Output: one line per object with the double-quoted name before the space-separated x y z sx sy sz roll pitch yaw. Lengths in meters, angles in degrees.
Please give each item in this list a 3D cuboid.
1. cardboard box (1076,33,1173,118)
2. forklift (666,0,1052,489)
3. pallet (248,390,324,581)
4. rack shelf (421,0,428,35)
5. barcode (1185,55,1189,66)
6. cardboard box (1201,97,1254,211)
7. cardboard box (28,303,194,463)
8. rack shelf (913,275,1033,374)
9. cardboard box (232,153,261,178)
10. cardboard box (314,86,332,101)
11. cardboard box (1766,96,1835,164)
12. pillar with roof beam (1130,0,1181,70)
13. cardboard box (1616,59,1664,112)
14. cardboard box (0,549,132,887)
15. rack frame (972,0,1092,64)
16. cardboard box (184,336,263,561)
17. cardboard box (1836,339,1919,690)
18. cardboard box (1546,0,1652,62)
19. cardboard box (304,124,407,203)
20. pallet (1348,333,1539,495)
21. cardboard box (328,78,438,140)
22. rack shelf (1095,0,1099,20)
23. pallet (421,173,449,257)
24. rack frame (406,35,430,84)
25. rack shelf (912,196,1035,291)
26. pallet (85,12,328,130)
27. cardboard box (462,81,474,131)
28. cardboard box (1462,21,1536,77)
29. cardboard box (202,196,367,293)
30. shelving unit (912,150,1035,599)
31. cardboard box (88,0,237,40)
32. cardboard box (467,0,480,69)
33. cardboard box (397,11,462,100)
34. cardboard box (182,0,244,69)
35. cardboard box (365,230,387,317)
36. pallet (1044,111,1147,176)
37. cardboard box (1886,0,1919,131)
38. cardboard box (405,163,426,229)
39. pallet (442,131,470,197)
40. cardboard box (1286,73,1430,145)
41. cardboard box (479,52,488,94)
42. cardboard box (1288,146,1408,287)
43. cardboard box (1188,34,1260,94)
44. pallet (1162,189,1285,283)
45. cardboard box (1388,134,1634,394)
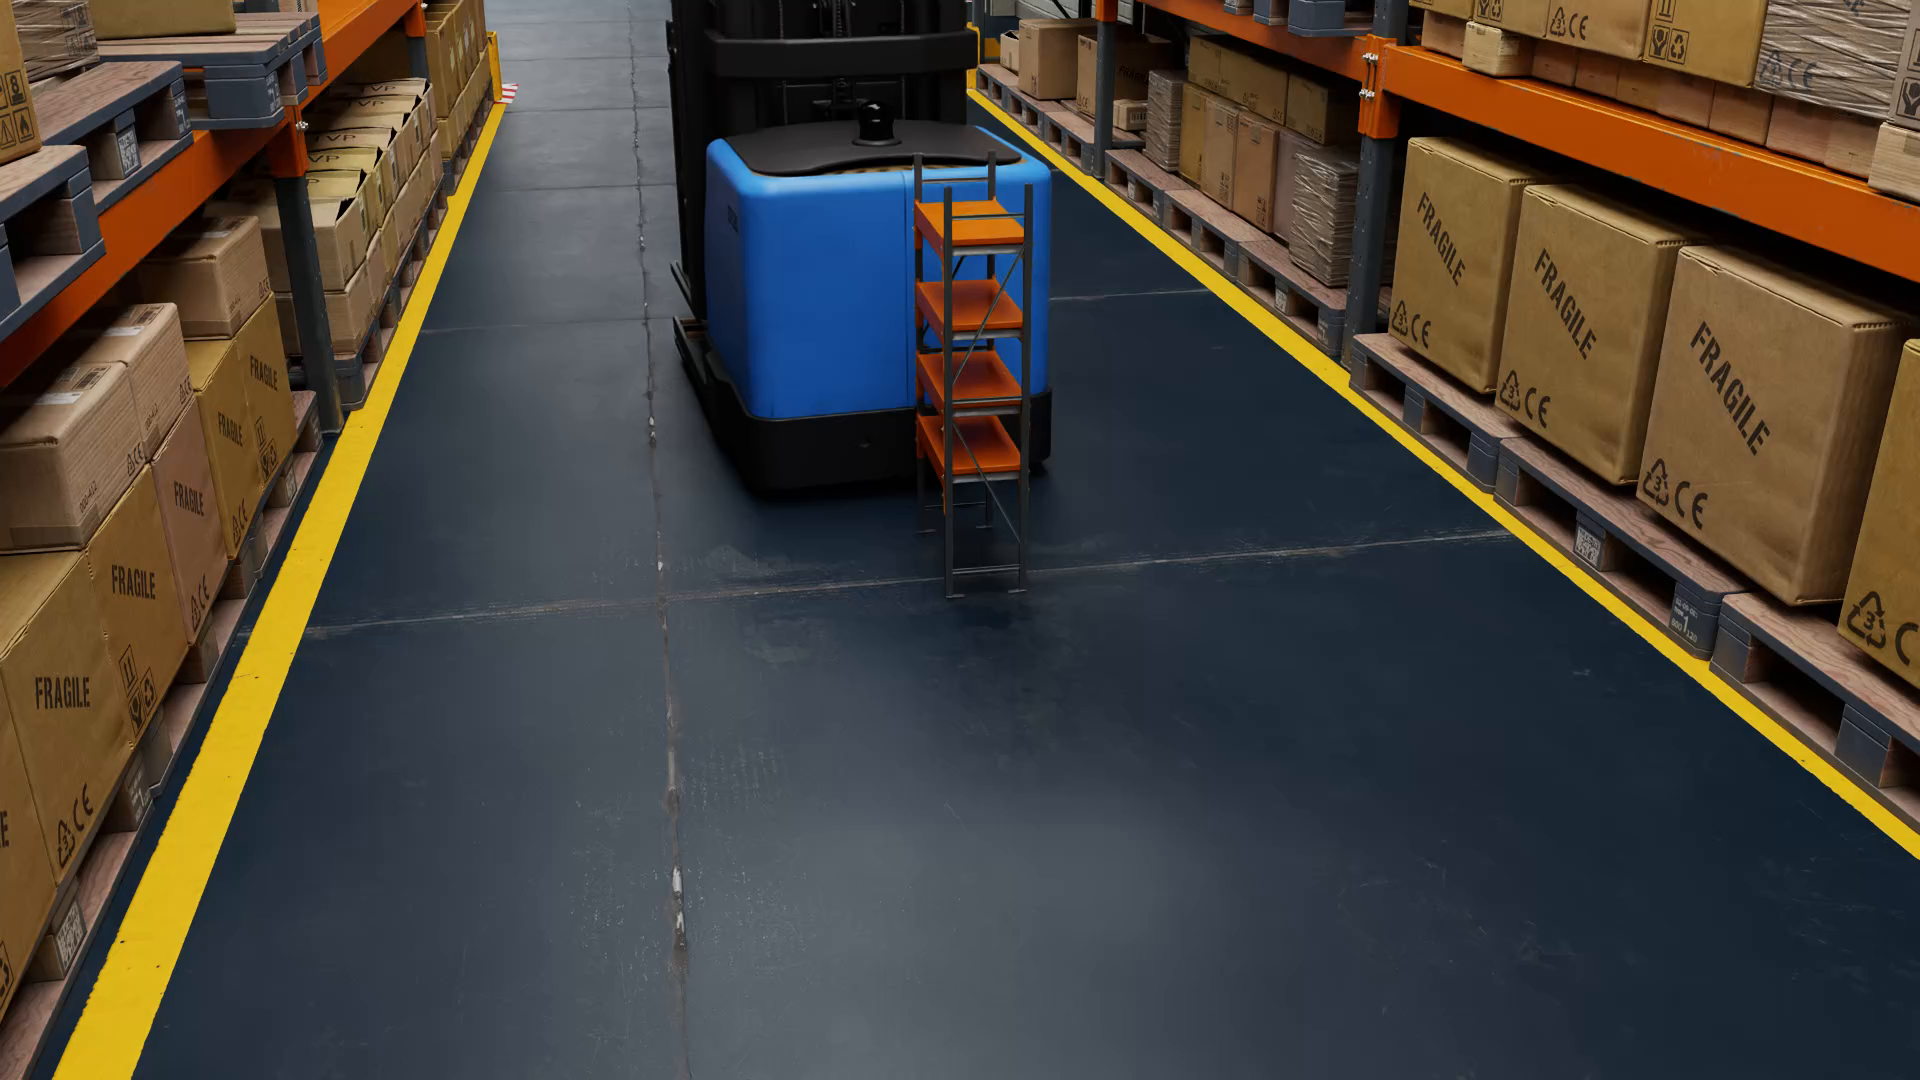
"cardboard box" 1.110 -3.147 11.281 0.500 0.500 0.500 -6 24 -14
"forklift" -0.579 -2.073 6.335 1.130 2.935 3.031 -6 24 -14
"pallet" -2.686 -0.170 5.375 1.003 0.211 1.213 -4 24 -10
"rack shelf" -3.896 -3.774 11.043 1.077 0.370 4.000 -4 24 -10
"barcode" 1.477 -3.118 10.816 0.001 0.075 0.075 -4 24 -10
"cardboard box" 1.693 -2.050 8.770 0.700 0.500 0.500 -4 24 -9
"cardboard box" -2.175 -0.369 3.985 0.500 0.250 0.500 -5 24 -11
"rack shelf" 0.031 -0.628 4.798 0.258 0.148 0.480 -4 24 -10
"cardboard box" -3.319 -1.524 7.202 0.500 0.311 0.500 -4 24 -10
"cardboard box" -3.695 -2.326 9.038 0.500 0.311 0.500 -4 24 -10
"cardboard box" 2.288 -1.048 4.190 0.380 0.149 0.250 -5 24 -11
"pillar with roof beam" -2.650 -7.478 11.129 9.100 9.000 0.400 -4 24 -10
"cardboard box" 2.179 -1.356 4.895 0.380 0.149 0.250 -4 24 -9
"cardboard box" -2.007 0.356 3.261 0.500 0.500 0.500 -4 24 -9
"rack frame" 0.602 -5.259 13.543 1.000 3.000 0.127 -4 24 -10
"cardboard box" -2.288 -0.246 4.639 0.500 0.500 0.500 -5 24 -12
"cardboard box" 2.573 0.008 3.646 0.750 0.750 0.750 -4 24 -9
"cardboard box" 2.098 -1.692 4.854 0.500 0.500 0.500 -4 24 -10
"cardboard box" -2.888 -1.770 7.765 0.500 0.311 0.500 -5 24 -10
"pallet" 2.153 -0.519 6.174 1.003 0.211 1.213 -4 24 -10
"cardboard box" -3.170 -2.369 9.136 0.500 0.311 0.500 -4 24 -10
"rack shelf" 0.971 -4.143 11.886 1.077 0.370 4.000 -4 24 -10
"pallet" -3.352 -1.753 8.999 1.003 0.211 1.213 -4 24 -10
"rack frame" -3.526 -3.317 9.098 1.000 3.000 0.127 -4 24 -10
"rack shelf" 0.031 -0.845 4.704 0.258 0.148 0.480 -4 24 -10
"pallet" -2.592 -1.395 4.935 1.213 0.211 1.003 -4 24 -10
"cardboard box" -3.489 -2.849 10.936 0.500 0.250 0.500 -4 24 -10
"cardboard box" 1.918 -1.649 5.567 0.380 0.149 0.250 -4 24 -8
"cardboard box" -2.595 -1.161 6.371 0.500 0.311 0.500 -4 24 -8
"shelving unit" 0.031 -0.485 4.861 0.258 1.200 0.503 -4 24 -10
"cardboard box" -2.559 -1.743 4.844 0.700 0.500 0.500 -13 27 -27
"cardboard box" -3.675 -3.586 11.686 0.500 0.500 0.500 -4 24 -10
"cardboard box" -3.405 -2.995 10.334 0.500 0.500 0.500 -4 24 -10
"cardboard box" -2.811 -1.850 5.848 0.500 0.311 0.500 -3 24 -6
"cardboard box" -2.689 -1.102 6.936 0.500 0.250 0.500 -5 24 -11
"pallet" 1.182 -2.669 11.098 1.003 0.211 1.213 -4 24 -10
"cardboard box" 2.383 -1.093 3.483 0.500 0.500 0.500 -4 24 -9
"cardboard box" -2.978 -1.708 8.323 0.500 0.250 0.500 -4 24 -9
"pallet" -3.632 -2.356 10.379 1.003 0.211 1.213 -4 24 -10
"cardboard box" 1.853 -2.020 7.764 0.500 0.250 0.500 -4 24 -9
"cardboard box" -3.772 -3.438 12.286 0.500 0.250 0.500 -4 24 -10
"cardboard box" 1.897 -1.448 7.390 0.700 0.500 0.500 -4 24 -9
"cardboard box" 1.579 -2.624 9.147 0.500 0.250 0.500 -5 24 -11
"pallet" 1.716 -1.621 8.697 1.003 0.211 1.213 -4 24 -10
"cardboard box" 2.088 -1.021 6.000 0.750 0.750 0.750 -5 24 -10
